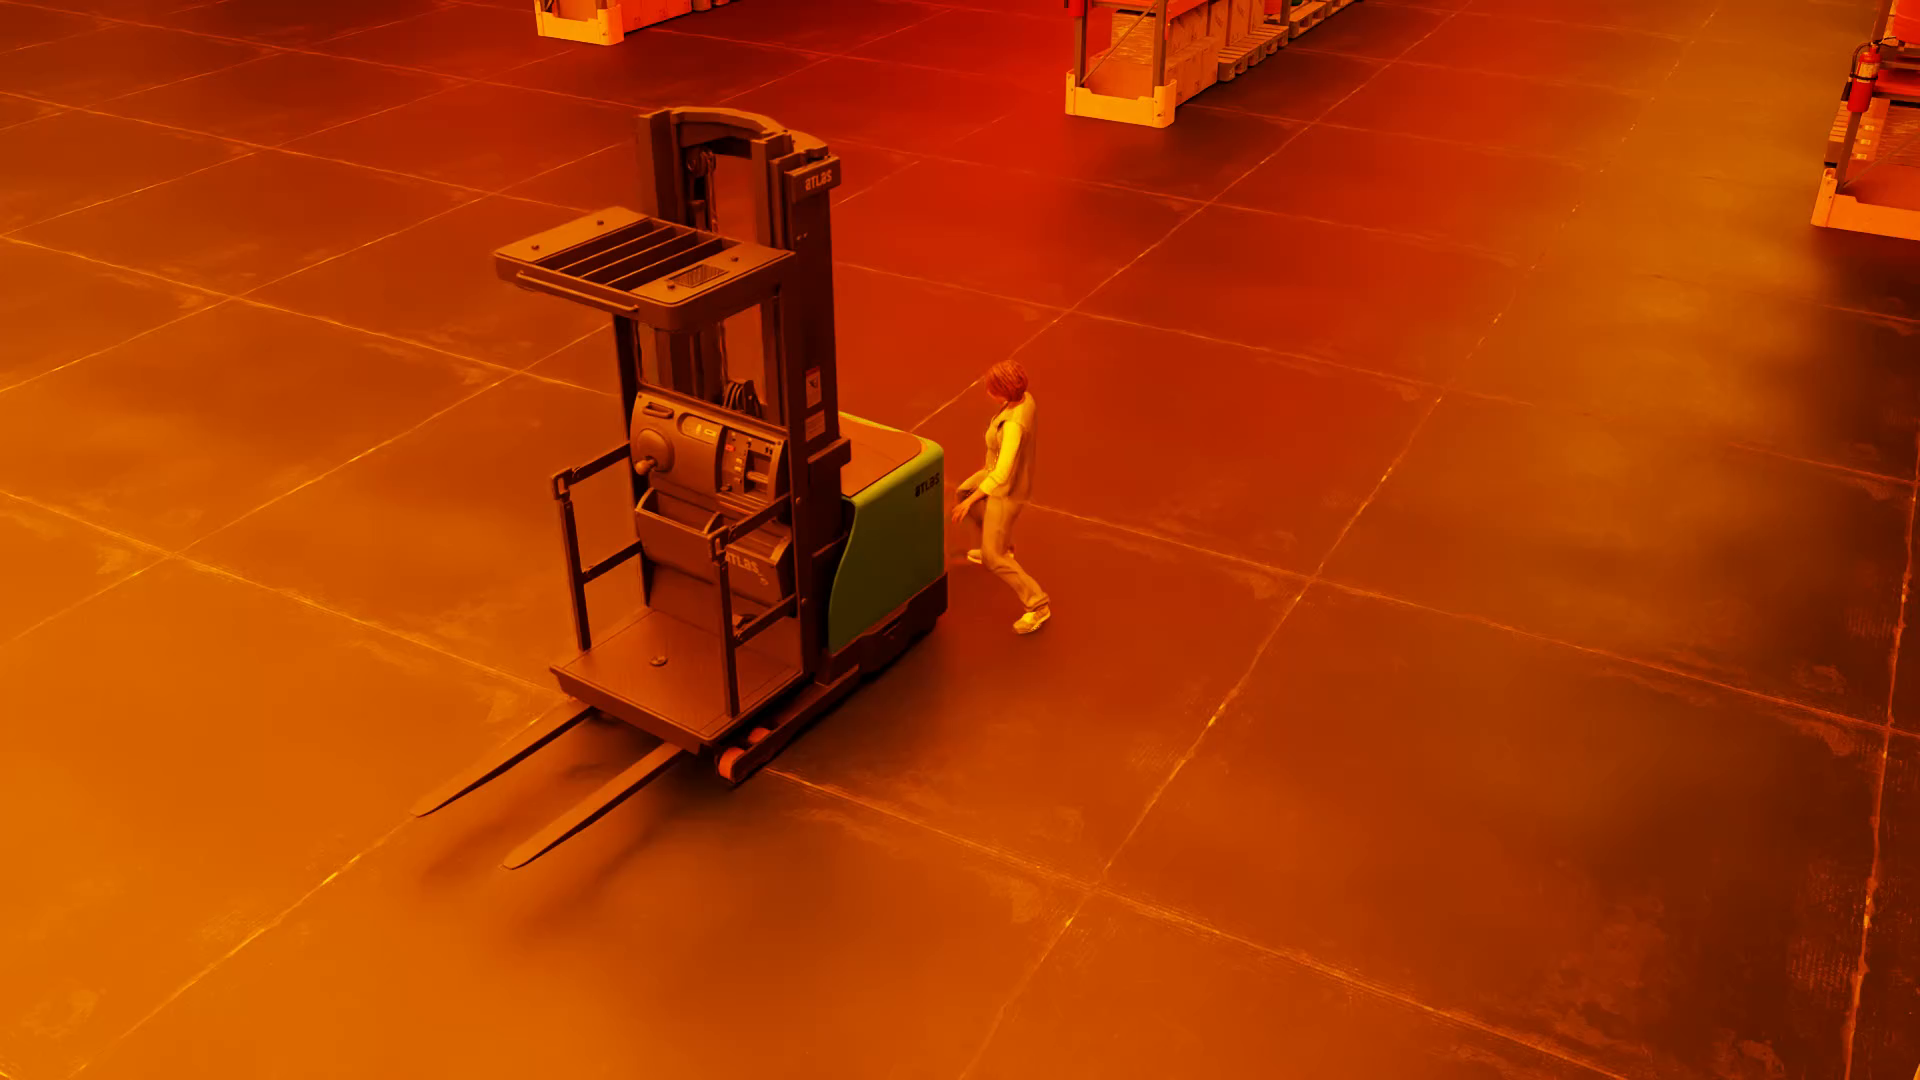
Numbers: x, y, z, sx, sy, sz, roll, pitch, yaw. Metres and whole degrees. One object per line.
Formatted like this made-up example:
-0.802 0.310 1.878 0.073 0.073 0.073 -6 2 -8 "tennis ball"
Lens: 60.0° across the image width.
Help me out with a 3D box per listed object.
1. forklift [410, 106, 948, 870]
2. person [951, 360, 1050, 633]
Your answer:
-1.325 -0.381 7.732 1.130 2.935 3.031 19 35 30 "forklift"
0.229 -0.296 9.074 0.614 1.483 0.814 5 30 9 "person"
